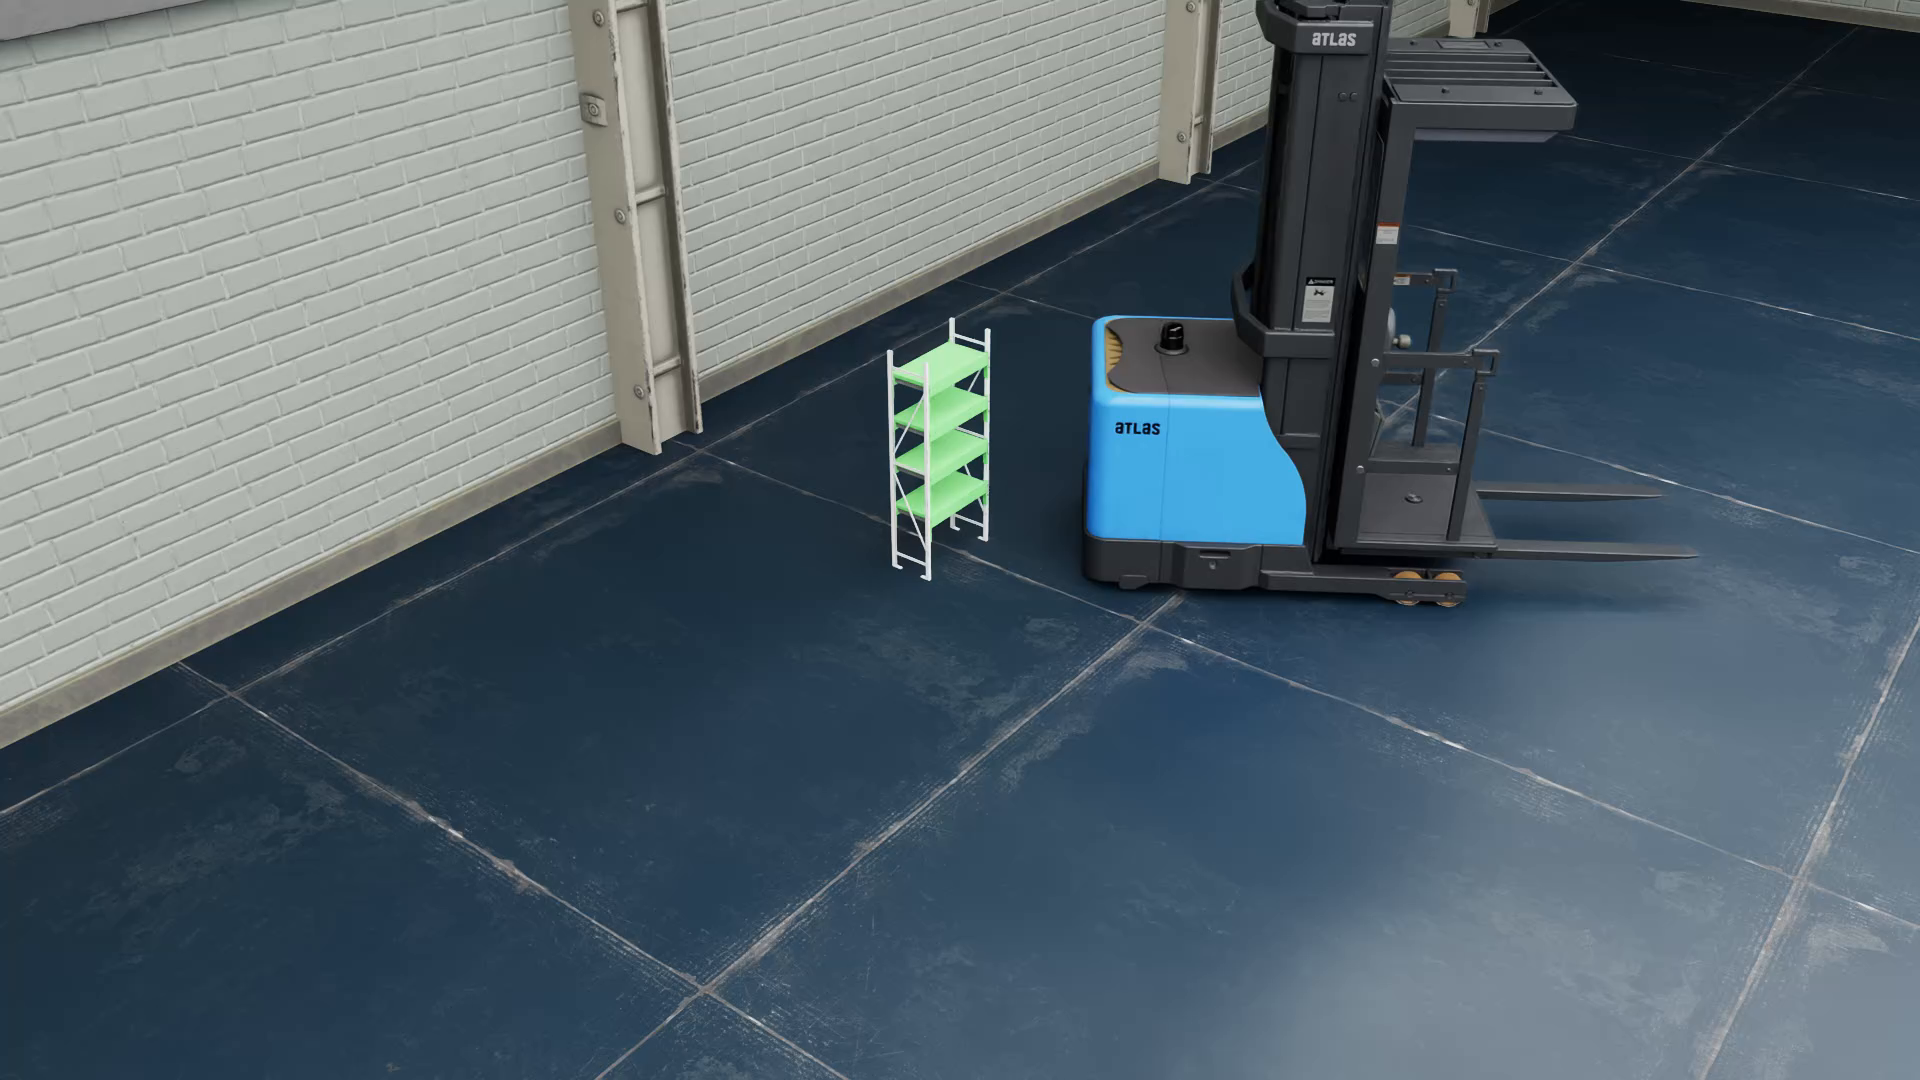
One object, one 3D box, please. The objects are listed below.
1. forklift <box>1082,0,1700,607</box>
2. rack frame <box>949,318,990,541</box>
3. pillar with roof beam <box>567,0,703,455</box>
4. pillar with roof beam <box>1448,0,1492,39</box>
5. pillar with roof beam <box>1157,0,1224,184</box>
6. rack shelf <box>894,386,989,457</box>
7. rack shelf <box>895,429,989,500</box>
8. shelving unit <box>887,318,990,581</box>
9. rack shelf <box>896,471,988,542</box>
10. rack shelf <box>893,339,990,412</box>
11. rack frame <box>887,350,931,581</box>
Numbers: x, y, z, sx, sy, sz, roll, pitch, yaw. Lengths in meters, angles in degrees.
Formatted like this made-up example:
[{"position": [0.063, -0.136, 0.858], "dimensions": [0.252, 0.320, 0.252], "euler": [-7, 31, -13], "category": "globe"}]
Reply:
[{"position": [2.154, -1.213, 7.922], "dimensions": [3.031, 2.935, 1.130], "euler": [2, 31, 3], "category": "forklift"}, {"position": [0.047, -0.548, 8.498], "dimensions": [0.240, 1.200, 0.015], "euler": [21, 37, 31], "category": "rack frame"}, {"position": [1.675, -3.161, 5.258], "dimensions": [9.100, 9.000, 0.400], "euler": [21, 37, 31], "category": "pillar with roof beam"}, {"position": [8.919, -8.039, 13.488], "dimensions": [9.100, 9.000, 0.400], "euler": [21, 37, 31], "category": "pillar with roof beam"}, {"position": [5.297, -5.600, 9.373], "dimensions": [9.100, 9.000, 0.400], "euler": [21, 37, 31], "category": "pillar with roof beam"}, {"position": [-0.100, -0.600, 8.241], "dimensions": [0.258, 0.148, 0.480], "euler": [21, 37, 31], "category": "rack shelf"}, {"position": [-0.100, -0.394, 8.363], "dimensions": [0.258, 0.148, 0.480], "euler": [21, 37, 31], "category": "rack shelf"}, {"position": [-0.100, -0.449, 8.331], "dimensions": [0.258, 1.200, 0.503], "euler": [21, 37, 31], "category": "shelving unit"}, {"position": [-0.100, -0.187, 8.485], "dimensions": [0.258, 0.148, 0.480], "euler": [21, 37, 31], "category": "rack shelf"}, {"position": [-0.100, -0.807, 8.118], "dimensions": [0.258, 0.148, 0.480], "euler": [21, 37, 31], "category": "rack shelf"}, {"position": [-0.247, -0.350, 8.163], "dimensions": [0.240, 1.200, 0.015], "euler": [21, 37, 31], "category": "rack frame"}]
